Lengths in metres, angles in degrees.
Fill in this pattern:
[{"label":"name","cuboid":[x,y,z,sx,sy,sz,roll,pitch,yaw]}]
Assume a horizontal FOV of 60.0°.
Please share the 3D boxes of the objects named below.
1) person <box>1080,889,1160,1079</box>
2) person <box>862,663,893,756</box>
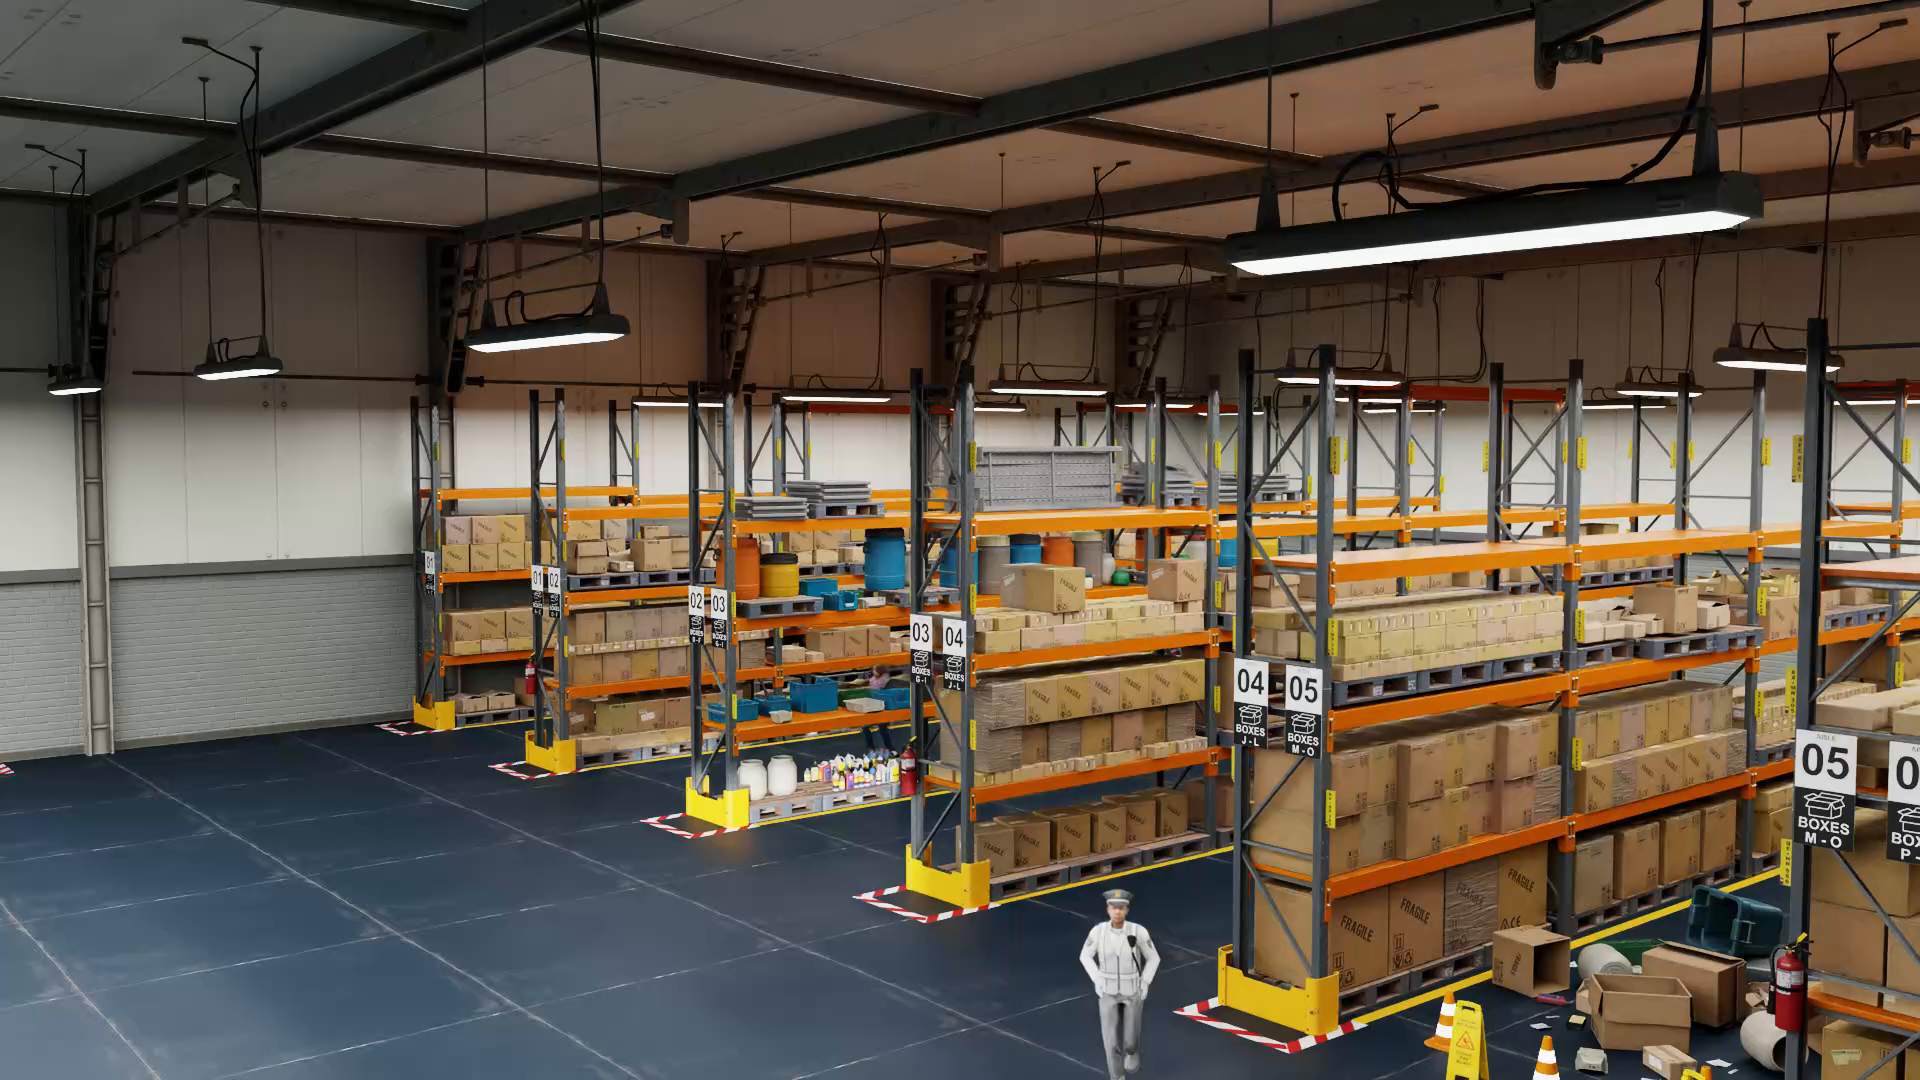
[{"label":"person","cuboid":[1.254,3.556,13.110,0.634,1.665,0.639,1,3,10]},{"label":"person","cuboid":[-1.326,2.783,26.771,0.515,1.622,0.663,3,4,38]}]
